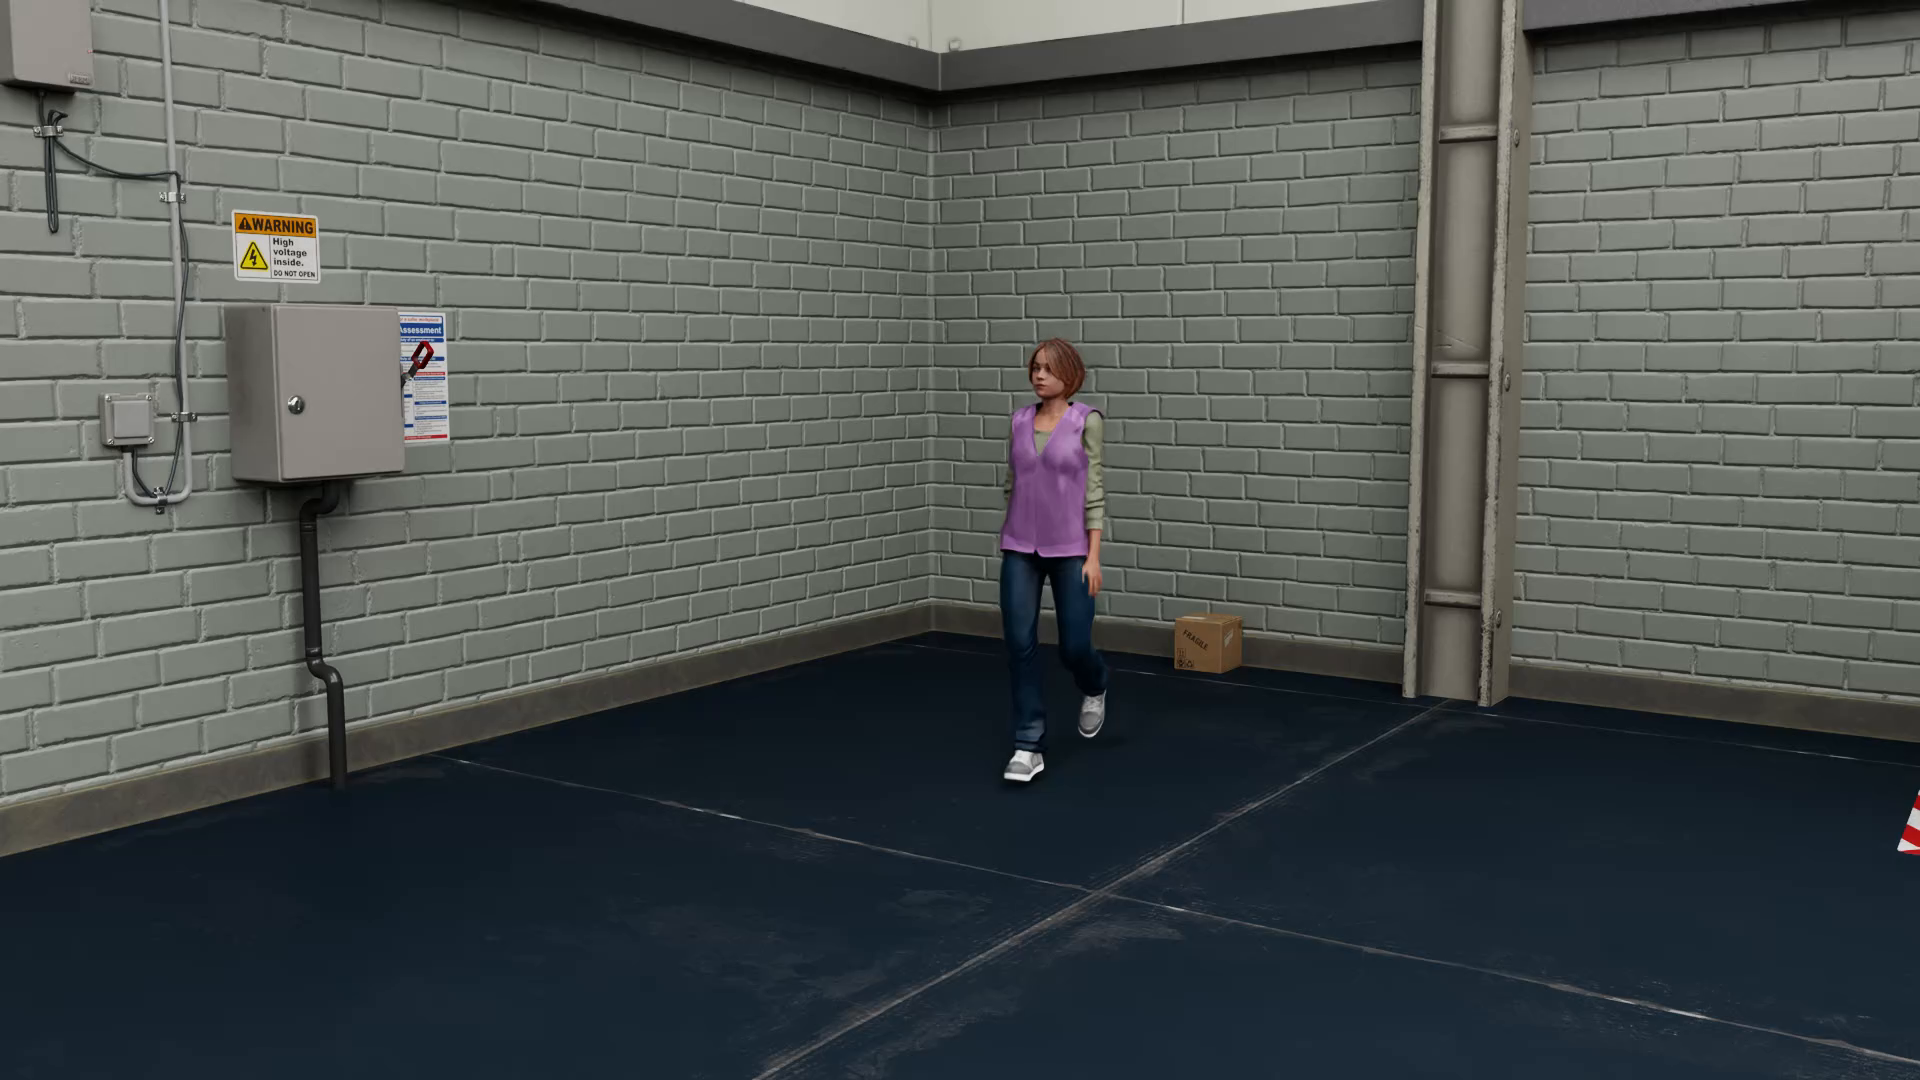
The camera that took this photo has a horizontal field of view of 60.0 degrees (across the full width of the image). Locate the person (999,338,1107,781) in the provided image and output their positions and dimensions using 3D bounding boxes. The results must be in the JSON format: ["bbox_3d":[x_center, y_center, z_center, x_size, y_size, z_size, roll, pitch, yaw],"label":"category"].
[{"bbox_3d":[0.343,0.055,6.074,0.409,1.575,0.657,2,7,20],"label":"person"}]
